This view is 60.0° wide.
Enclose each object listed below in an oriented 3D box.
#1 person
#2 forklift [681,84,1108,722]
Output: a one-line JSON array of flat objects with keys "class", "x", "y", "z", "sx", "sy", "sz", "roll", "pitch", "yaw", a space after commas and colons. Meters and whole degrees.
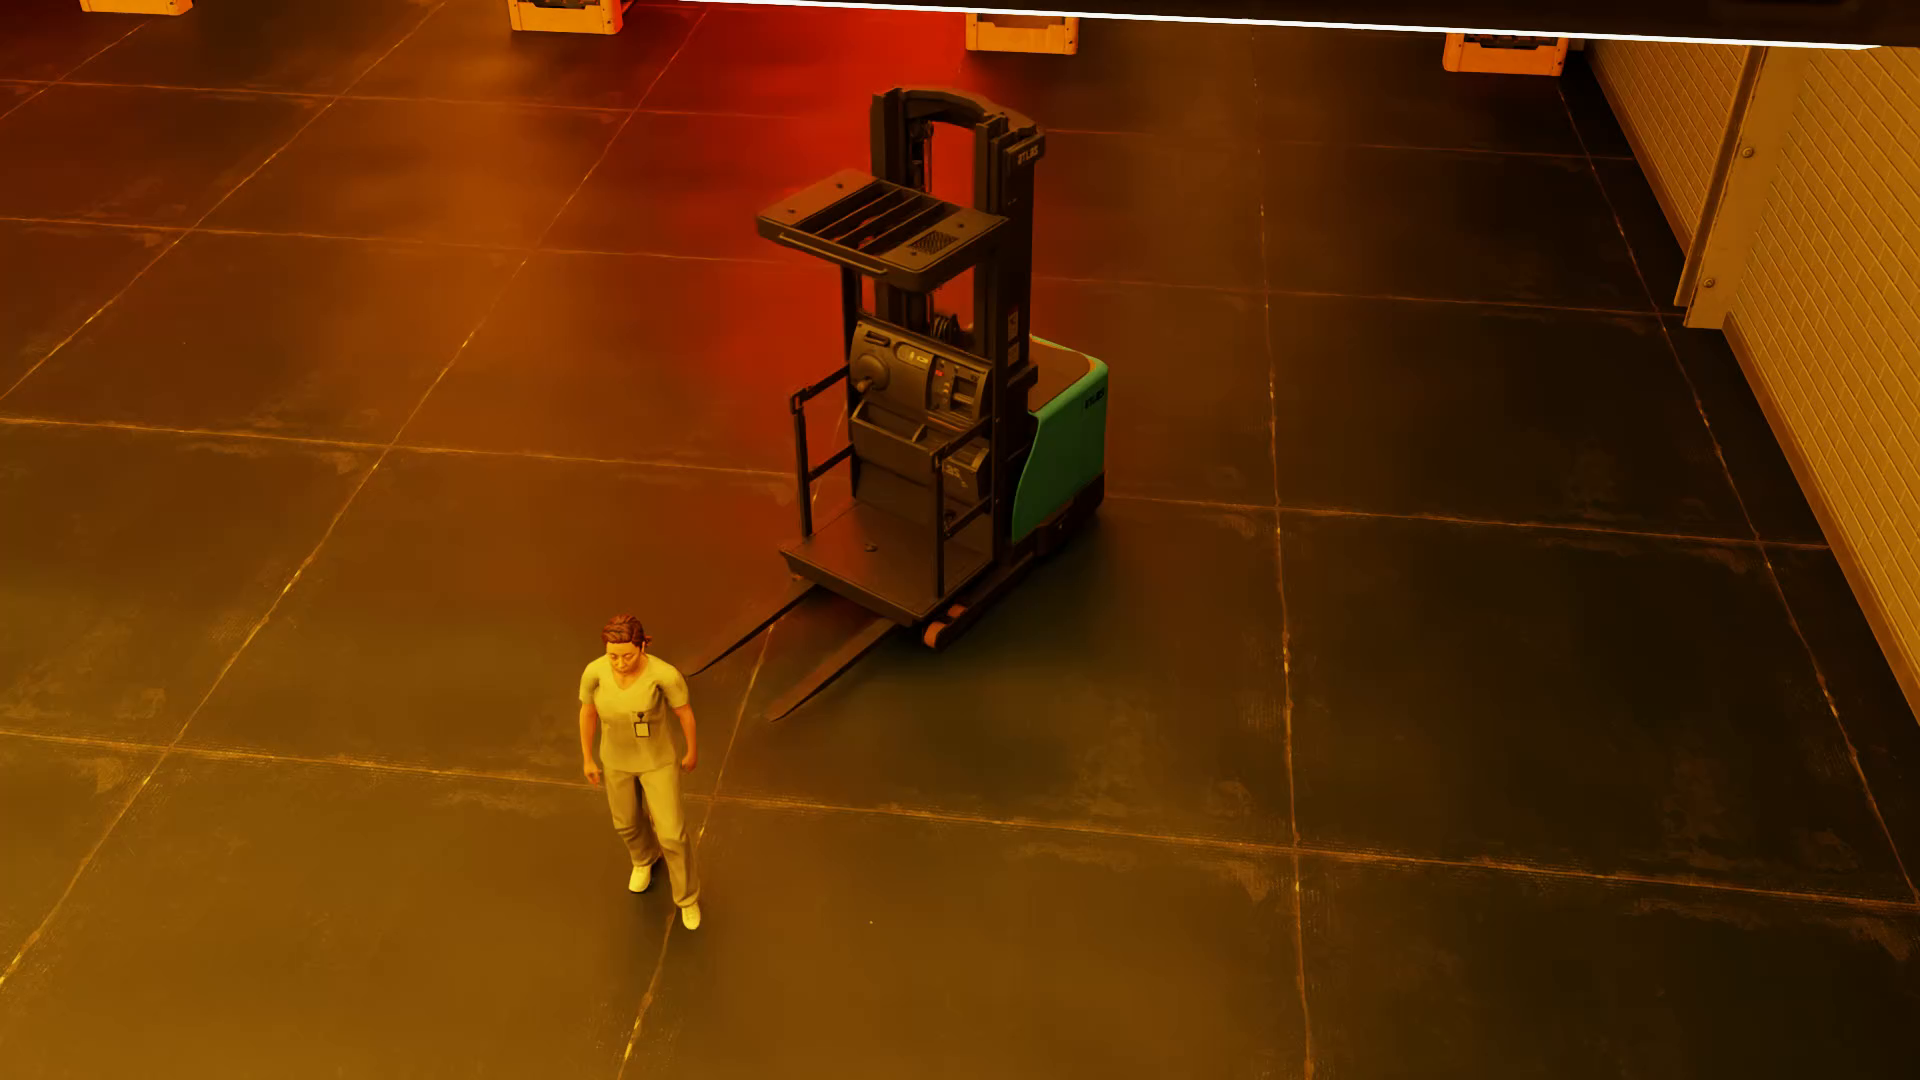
[{"class": "person", "x": -1.488, "y": 1.074, "z": 7.696, "sx": 0.534, "sy": 1.709, "sz": 0.519, "roll": 4, "pitch": 37, "yaw": 5}, {"class": "forklift", "x": -0.360, "y": -0.874, "z": 9.216, "sx": 1.130, "sy": 2.935, "sz": 3.031, "roll": 24, "pitch": 43, "yaw": 29}]
